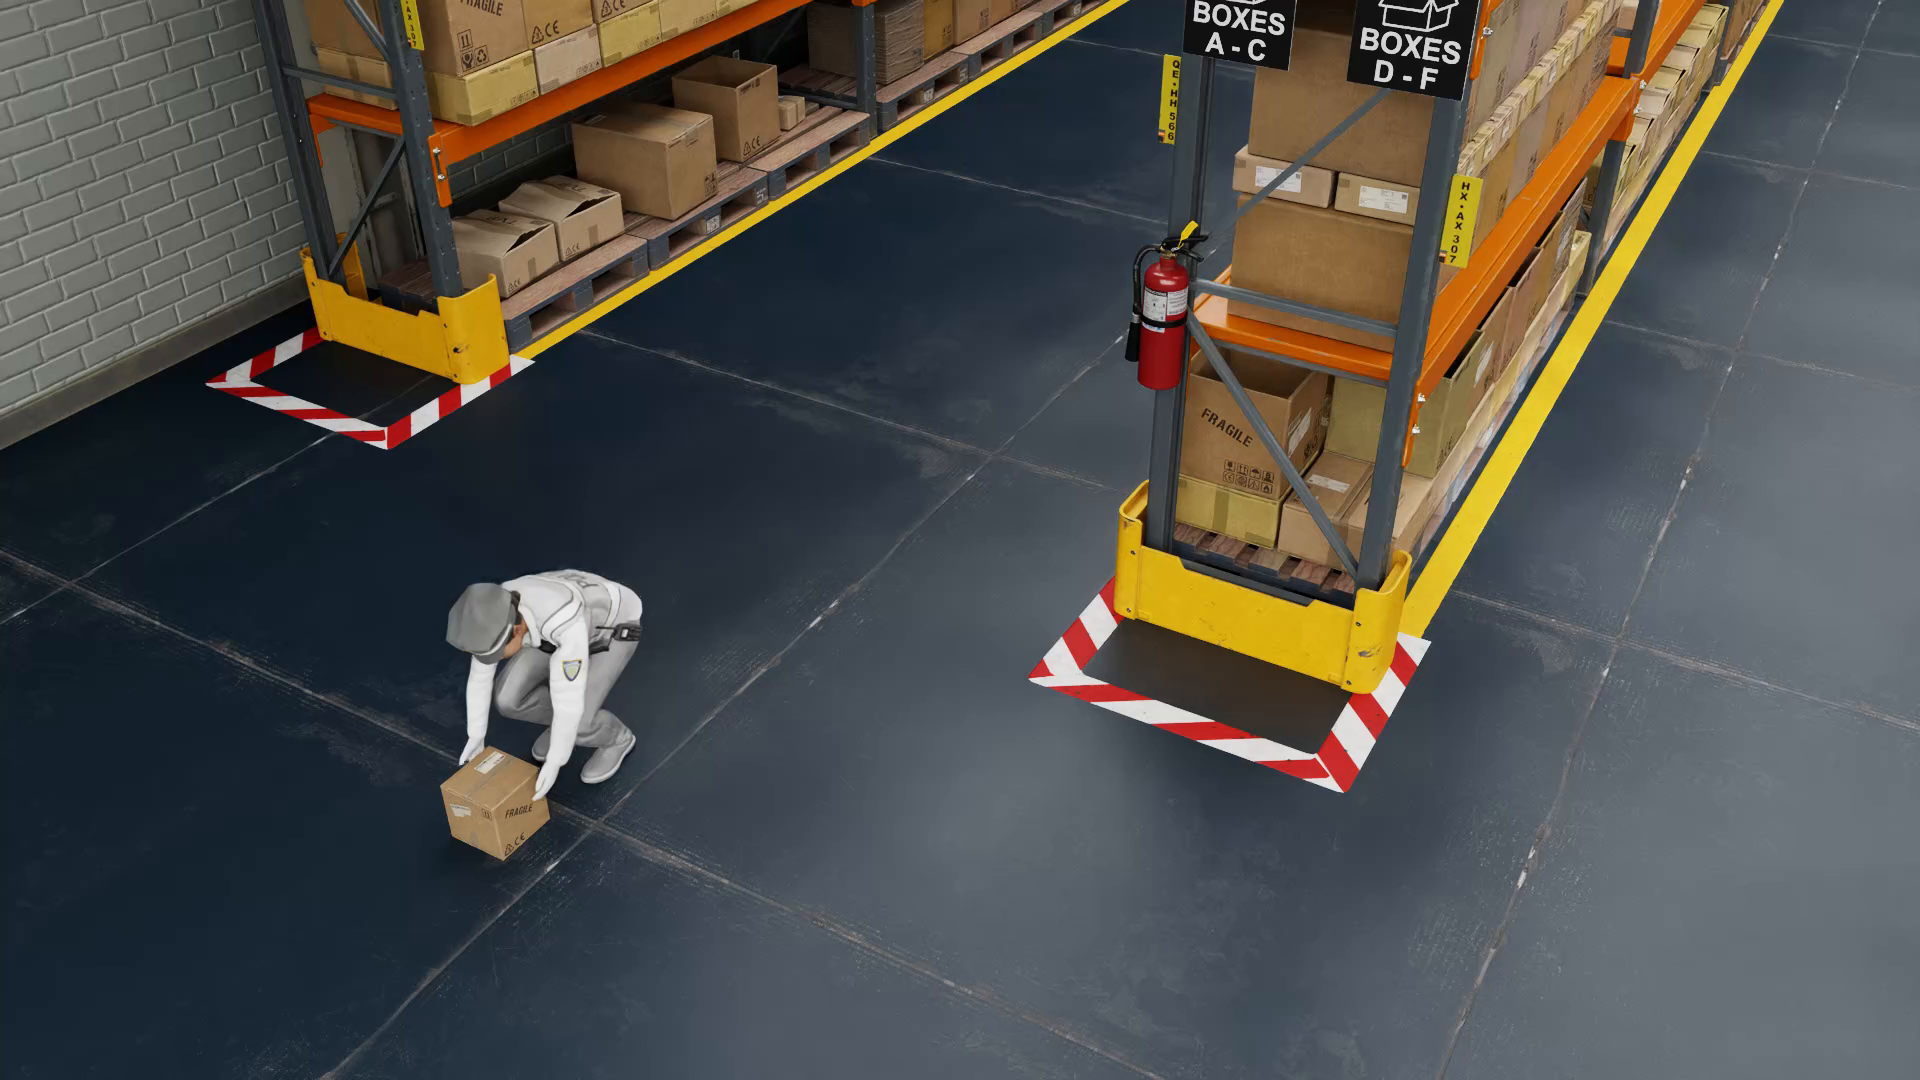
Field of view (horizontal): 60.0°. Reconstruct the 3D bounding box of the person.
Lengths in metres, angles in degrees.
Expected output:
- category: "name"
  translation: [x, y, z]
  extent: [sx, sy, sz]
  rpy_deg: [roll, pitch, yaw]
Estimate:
- category: "person"
  translation: [-1.473, 0.464, 6.033]
  extent: [0.501, 1.028, 0.837]
  rpy_deg: [18, 38, 24]
